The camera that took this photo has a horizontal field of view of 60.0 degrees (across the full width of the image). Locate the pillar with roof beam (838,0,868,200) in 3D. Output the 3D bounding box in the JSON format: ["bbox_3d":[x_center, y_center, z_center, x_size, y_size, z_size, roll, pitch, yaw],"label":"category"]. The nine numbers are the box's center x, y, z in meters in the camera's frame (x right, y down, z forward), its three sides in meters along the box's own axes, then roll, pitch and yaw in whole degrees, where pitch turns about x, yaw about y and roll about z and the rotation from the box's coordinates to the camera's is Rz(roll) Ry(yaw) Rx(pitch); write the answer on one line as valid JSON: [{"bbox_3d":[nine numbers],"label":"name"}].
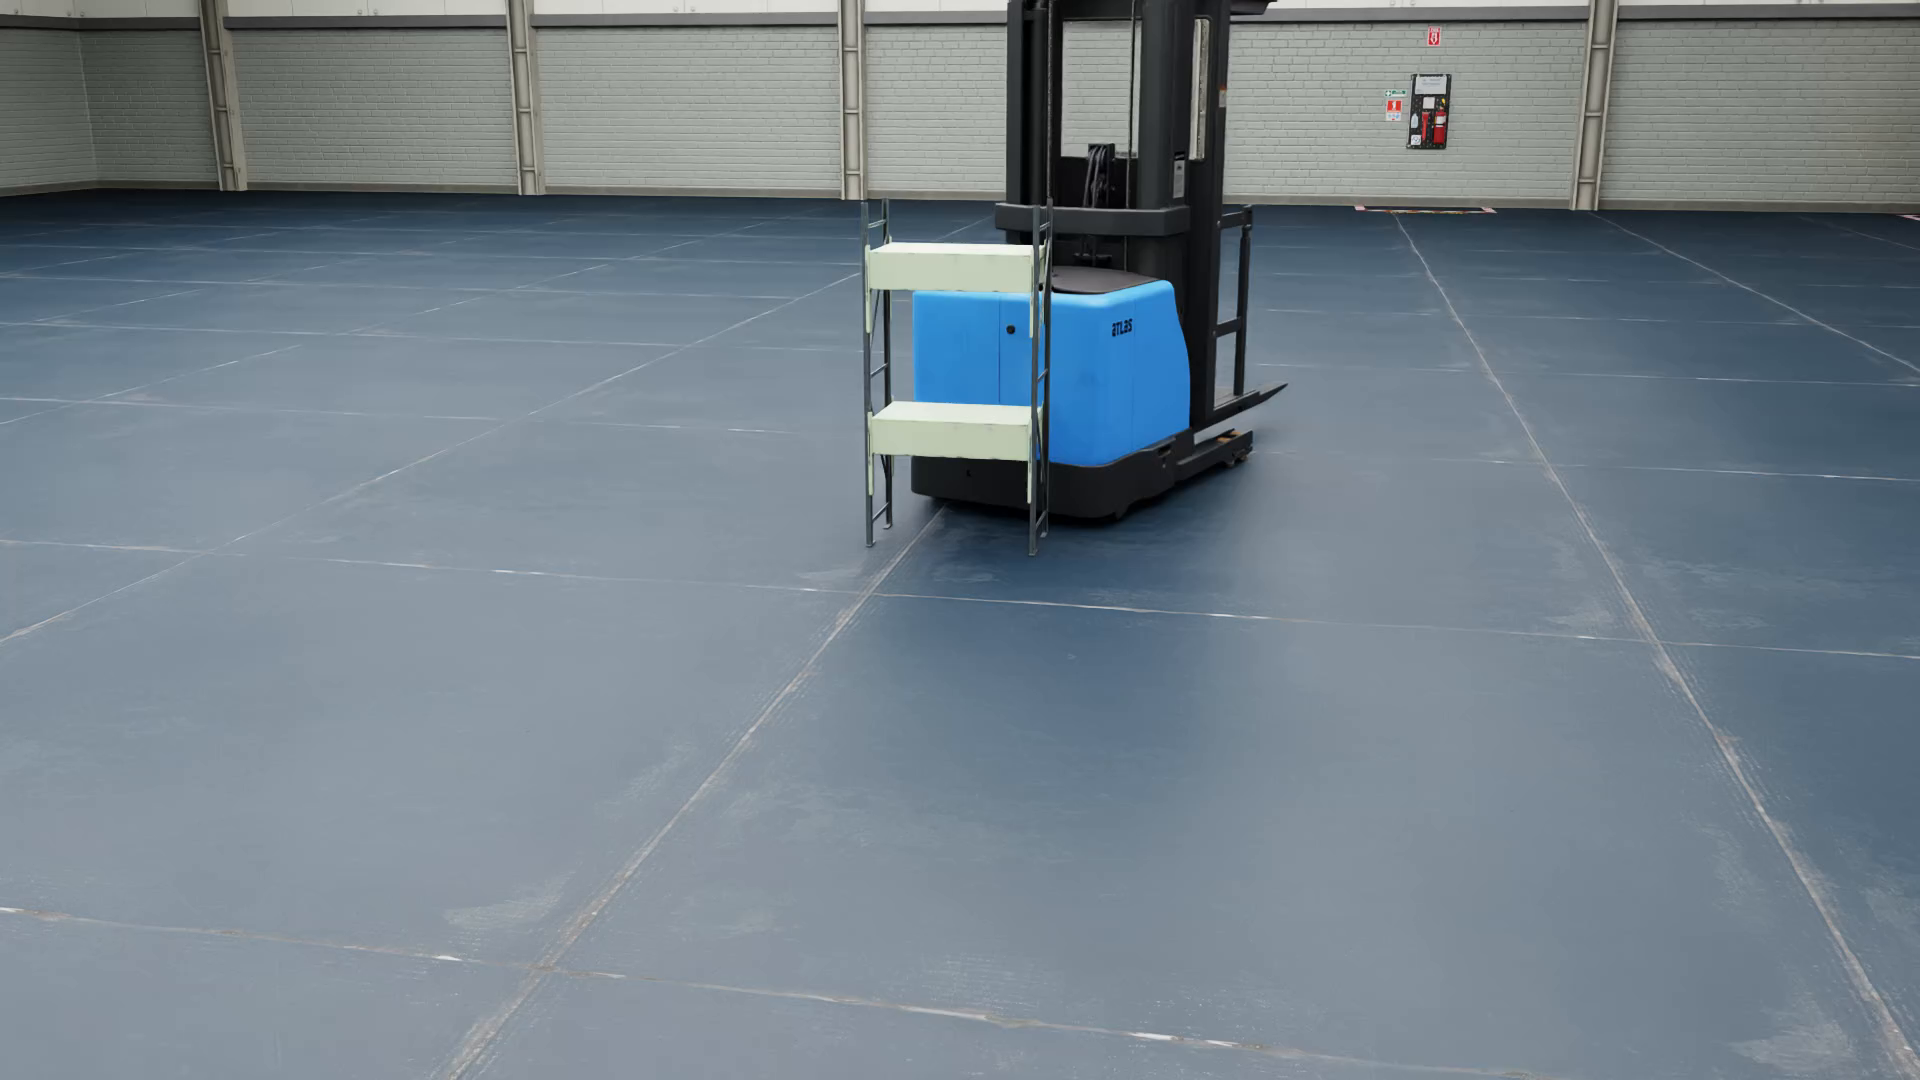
[{"bbox_3d":[-2.683,-9.117,23.549,0.400,9.000,9.100,3,16,11],"label":"pillar with roof beam"}]

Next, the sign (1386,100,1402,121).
[{"bbox_3d":[6.999,-6.929,26.821,0.234,0.329,0.001,3,16,11],"label":"sign"}]

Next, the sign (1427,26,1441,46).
[{"bbox_3d":[7.532,-7.999,26.408,0.199,0.298,0.001,3,16,11],"label":"sign"}]

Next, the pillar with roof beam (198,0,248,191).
[{"bbox_3d":[-14.442,-9.756,25.854,0.400,9.000,9.100,3,16,11],"label":"pillar with roof beam"}]

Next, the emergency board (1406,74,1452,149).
[{"bbox_3d":[7.520,-6.856,26.622,0.643,1.169,0.194,3,16,11],"label":"emergency board"}]

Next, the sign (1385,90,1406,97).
[{"bbox_3d":[7.002,-7.182,26.741,0.331,0.109,0.001,3,16,11],"label":"sign"}]

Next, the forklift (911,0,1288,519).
[{"bbox_3d":[0.941,-1.852,8.688,1.130,2.935,3.031,9,18,29],"label":"forklift"}]

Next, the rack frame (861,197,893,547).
[{"bbox_3d":[-0.365,-0.743,7.363,0.023,1.500,0.400,3,16,11],"label":"rack frame"}]

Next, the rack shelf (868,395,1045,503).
[{"bbox_3d":[-0.007,-0.409,7.380,0.720,0.370,0.431,3,16,11],"label":"rack shelf"}]

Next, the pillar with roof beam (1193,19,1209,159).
[{"bbox_3d":[3.197,-8.798,22.397,0.400,9.000,9.100,3,16,11],"label":"pillar with roof beam"}]

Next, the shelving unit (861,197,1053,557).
[{"bbox_3d":[-0.007,-0.723,7.293,0.755,1.500,0.431,3,16,11],"label":"shelving unit"}]

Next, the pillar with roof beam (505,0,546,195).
[{"bbox_3d":[-8.562,-9.437,24.702,0.400,9.000,9.100,3,16,11],"label":"pillar with roof beam"}]

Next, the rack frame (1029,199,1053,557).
[{"bbox_3d":[0.352,-0.704,7.223,0.023,1.500,0.400,3,16,11],"label":"rack frame"}]

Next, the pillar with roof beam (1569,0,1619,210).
[{"bbox_3d":[9.077,-8.479,21.245,0.400,9.000,9.100,3,16,11],"label":"pillar with roof beam"}]

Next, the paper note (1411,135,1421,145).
[{"bbox_3d":[7.361,-6.458,26.839,0.142,0.148,0.016,3,16,11],"label":"paper note"}]

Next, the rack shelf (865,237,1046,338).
[{"bbox_3d":[-0.007,-1.099,7.189,0.720,0.370,0.431,3,16,11],"label":"rack shelf"}]
